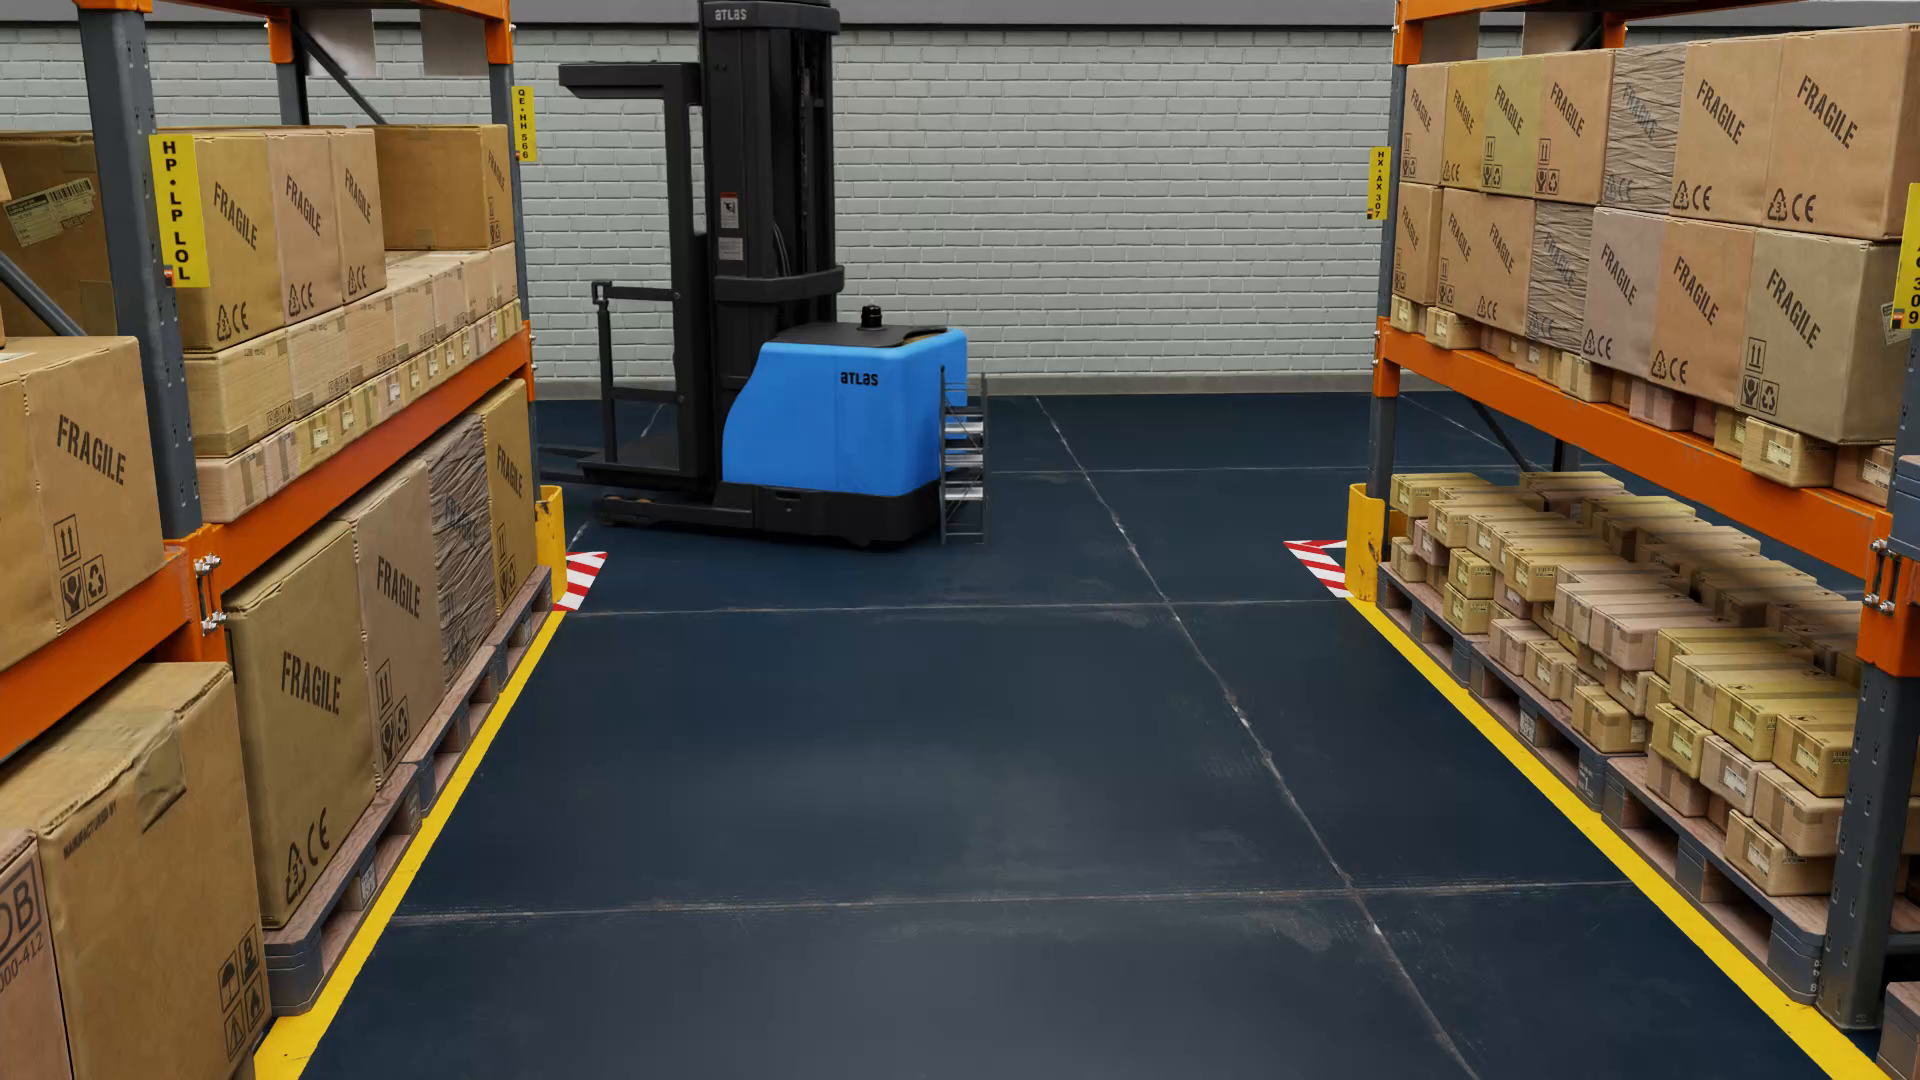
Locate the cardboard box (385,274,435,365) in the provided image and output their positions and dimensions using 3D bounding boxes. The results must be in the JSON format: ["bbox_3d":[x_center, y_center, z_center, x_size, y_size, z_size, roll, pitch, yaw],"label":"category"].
[{"bbox_3d":[-2.095,-0.748,5.617,0.500,0.250,0.500,-1,14,-3],"label":"cardboard box"}]

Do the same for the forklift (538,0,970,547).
[{"bbox_3d":[-1.513,-1.597,9.353,3.031,2.935,1.130,6,16,21],"label":"forklift"}]

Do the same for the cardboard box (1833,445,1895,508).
[{"bbox_3d":[2.464,-0.178,4.201,0.380,0.149,0.250,-1,14,-4],"label":"cardboard box"}]

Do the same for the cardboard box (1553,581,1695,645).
[{"bbox_3d":[2.280,0.250,5.721,0.380,0.149,0.250,-1,14,-5],"label":"cardboard box"}]

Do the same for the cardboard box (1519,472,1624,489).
[{"bbox_3d":[2.753,-0.210,7.506,0.380,0.149,0.250,-1,14,-3],"label":"cardboard box"}]

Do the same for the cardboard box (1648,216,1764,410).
[{"bbox_3d":[2.373,-0.669,4.810,0.500,0.500,0.500,-1,14,-5],"label":"cardboard box"}]

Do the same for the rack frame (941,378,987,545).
[{"bbox_3d":[0.022,-0.410,8.814,0.240,0.900,0.006,-1,14,-2],"label":"rack frame"}]

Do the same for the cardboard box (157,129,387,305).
[{"bbox_3d":[-2.075,-0.990,5.053,0.500,0.500,0.500,-1,14,-5],"label":"cardboard box"}]

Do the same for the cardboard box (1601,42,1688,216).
[{"bbox_3d":[2.362,-1.277,5.166,0.500,0.500,0.500,-1,14,-2],"label":"cardboard box"}]

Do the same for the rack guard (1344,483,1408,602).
[{"bbox_3d":[2.472,0.003,8.012,1.175,0.500,0.348,-1,14,-3],"label":"rack guard"}]

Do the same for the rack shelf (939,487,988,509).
[{"bbox_3d":[0.018,-0.229,8.965,0.258,0.077,0.200,-1,14,-2],"label":"rack shelf"}]

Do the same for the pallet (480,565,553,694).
[{"bbox_3d":[-2.361,0.373,7.153,1.003,0.211,1.213,-1,14,-3],"label":"pallet"}]

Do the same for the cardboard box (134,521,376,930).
[{"bbox_3d":[-2.202,0.480,4.563,0.875,0.875,0.875,-1,14,-3],"label":"cardboard box"}]

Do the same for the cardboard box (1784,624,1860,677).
[{"bbox_3d":[2.839,0.372,5.244,0.380,0.149,0.250,-1,14,-5],"label":"cardboard box"}]

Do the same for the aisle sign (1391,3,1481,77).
[{"bbox_3d":[2.164,-2.499,7.502,0.394,0.787,0.004,-1,14,-3],"label":"aisle sign"}]

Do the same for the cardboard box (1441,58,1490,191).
[{"bbox_3d":[2.268,-1.662,6.662,0.500,0.500,0.500,0,14,-2],"label":"cardboard box"}]

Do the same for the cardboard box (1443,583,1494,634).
[{"bbox_3d":[2.207,0.277,6.810,0.380,0.149,0.250,-1,14,-3],"label":"cardboard box"}]

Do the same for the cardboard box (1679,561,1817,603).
[{"bbox_3d":[2.830,0.179,5.994,0.380,0.149,0.250,-1,14,-3],"label":"cardboard box"}]

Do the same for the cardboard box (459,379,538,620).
[{"bbox_3d":[-2.369,-0.192,7.172,0.875,0.875,0.875,-1,14,-3],"label":"cardboard box"}]

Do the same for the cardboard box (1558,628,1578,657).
[{"bbox_3d":[2.392,0.334,5.992,0.380,0.149,0.250,0,14,-1],"label":"cardboard box"}]

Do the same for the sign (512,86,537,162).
[{"bbox_3d":[-1.946,-1.855,7.419,0.100,0.325,0.005,-1,14,-3],"label":"sign"}]

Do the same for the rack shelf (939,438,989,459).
[{"bbox_3d":[0.018,-0.490,8.898,0.258,0.077,0.200,-1,14,-2],"label":"rack shelf"}]

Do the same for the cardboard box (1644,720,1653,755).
[{"bbox_3d":[2.443,0.655,5.338,0.380,0.149,0.250,-1,14,-5],"label":"cardboard box"}]

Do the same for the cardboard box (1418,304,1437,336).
[{"bbox_3d":[2.218,-0.957,7.229,0.380,0.149,0.250,0,14,-1],"label":"cardboard box"}]

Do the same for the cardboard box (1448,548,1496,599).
[{"bbox_3d":[2.216,0.135,6.764,0.380,0.149,0.250,0,14,-2],"label":"cardboard box"}]

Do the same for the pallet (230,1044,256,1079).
[{"bbox_3d":[-2.118,1.361,3.314,1.003,0.211,1.213,-1,14,-3],"label":"pallet"}]

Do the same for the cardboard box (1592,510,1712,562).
[{"bbox_3d":[2.807,-0.018,6.763,0.380,0.149,0.250,-1,15,-6],"label":"cardboard box"}]

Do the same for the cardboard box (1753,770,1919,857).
[{"bbox_3d":[2.379,0.728,4.459,0.380,0.149,0.250,-1,14,-2],"label":"cardboard box"}]

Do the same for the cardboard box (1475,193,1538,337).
[{"bbox_3d":[2.296,-1.048,6.284,0.500,0.500,0.500,-1,14,-3],"label":"cardboard box"}]

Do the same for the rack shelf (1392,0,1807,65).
[{"bbox_3d":[2.592,-1.833,5.556,1.077,0.370,4.000,-1,14,-3],"label":"rack shelf"}]

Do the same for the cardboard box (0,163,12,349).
[{"bbox_3d":[-2.193,-0.556,2.953,0.797,0.503,0.637,-1,14,-5],"label":"cardboard box"}]

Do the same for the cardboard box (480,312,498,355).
[{"bbox_3d":[-2.106,-0.843,6.786,0.380,0.149,0.250,-1,14,-3],"label":"cardboard box"}]

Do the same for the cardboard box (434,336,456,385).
[{"bbox_3d":[-2.057,-0.651,6.043,0.380,0.149,0.250,-1,14,-3],"label":"cardboard box"}]

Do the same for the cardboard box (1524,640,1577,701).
[{"bbox_3d":[2.290,0.470,6.057,0.380,0.149,0.250,-1,14,-3],"label":"cardboard box"}]

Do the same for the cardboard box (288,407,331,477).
[{"bbox_3d":[-1.961,-0.268,4.553,0.380,0.149,0.250,0,14,-2],"label":"cardboard box"}]

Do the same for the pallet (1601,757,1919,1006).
[{"bbox_3d":[2.639,0.952,4.902,1.003,0.211,1.213,-1,14,-3],"label":"pallet"}]

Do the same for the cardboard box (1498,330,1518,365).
[{"bbox_3d":[2.326,-0.759,6.459,0.380,0.149,0.250,-1,14,-4],"label":"cardboard box"}]

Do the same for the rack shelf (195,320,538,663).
[{"bbox_3d":[-2.365,-0.329,5.730,1.077,0.370,4.000,-1,14,-3],"label":"rack shelf"}]

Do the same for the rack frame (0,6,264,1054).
[{"bbox_3d":[-2.241,-0.180,3.707,1.000,3.000,0.127,-1,14,-3],"label":"rack frame"}]

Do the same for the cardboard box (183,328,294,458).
[{"bbox_3d":[-2.009,-0.373,4.159,0.500,0.250,0.500,-1,14,-4],"label":"cardboard box"}]

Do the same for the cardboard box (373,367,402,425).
[{"bbox_3d":[-2.008,-0.460,5.297,0.380,0.149,0.250,-1,14,-3],"label":"cardboard box"}]

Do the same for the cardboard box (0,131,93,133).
[{"bbox_3d":[-2.563,-0.850,4.508,0.500,0.500,0.500,-1,14,-3],"label":"cardboard box"}]

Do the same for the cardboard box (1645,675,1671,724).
[{"bbox_3d":[2.398,0.531,5.226,0.380,0.149,0.250,-1,14,-3],"label":"cardboard box"}]

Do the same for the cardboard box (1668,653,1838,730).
[{"bbox_3d":[2.356,0.448,4.949,0.380,0.149,0.250,-1,14,-4],"label":"cardboard box"}]

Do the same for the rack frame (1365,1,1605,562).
[{"bbox_3d":[2.468,-1.227,7.774,1.000,3.000,0.127,-1,14,-3],"label":"rack frame"}]

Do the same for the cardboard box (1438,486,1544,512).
[{"bbox_3d":[2.298,-0.135,7.216,0.380,0.149,0.250,-1,14,-2],"label":"cardboard box"}]

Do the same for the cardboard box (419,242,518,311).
[{"bbox_3d":[-2.194,-1.130,7.103,0.500,0.250,0.500,-1,14,-4],"label":"cardboard box"}]

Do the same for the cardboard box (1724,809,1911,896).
[{"bbox_3d":[2.351,0.853,4.569,0.380,0.149,0.250,-1,14,-3],"label":"cardboard box"}]

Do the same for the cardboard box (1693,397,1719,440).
[{"bbox_3d":[2.435,-0.372,4.958,0.380,0.149,0.250,-1,14,-5],"label":"cardboard box"}]

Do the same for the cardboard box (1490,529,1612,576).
[{"bbox_3d":[2.292,0.059,6.462,0.380,0.149,0.250,0,14,-1],"label":"cardboard box"}]

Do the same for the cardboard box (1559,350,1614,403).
[{"bbox_3d":[2.296,-0.565,5.708,0.380,0.149,0.250,-1,14,-2],"label":"cardboard box"}]

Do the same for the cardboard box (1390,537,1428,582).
[{"bbox_3d":[2.181,0.086,7.551,0.380,0.149,0.250,-1,14,-2],"label":"cardboard box"}]

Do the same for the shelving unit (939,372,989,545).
[{"bbox_3d":[0.018,-0.435,8.912,0.258,0.900,0.210,-1,14,-2],"label":"shelving unit"}]
